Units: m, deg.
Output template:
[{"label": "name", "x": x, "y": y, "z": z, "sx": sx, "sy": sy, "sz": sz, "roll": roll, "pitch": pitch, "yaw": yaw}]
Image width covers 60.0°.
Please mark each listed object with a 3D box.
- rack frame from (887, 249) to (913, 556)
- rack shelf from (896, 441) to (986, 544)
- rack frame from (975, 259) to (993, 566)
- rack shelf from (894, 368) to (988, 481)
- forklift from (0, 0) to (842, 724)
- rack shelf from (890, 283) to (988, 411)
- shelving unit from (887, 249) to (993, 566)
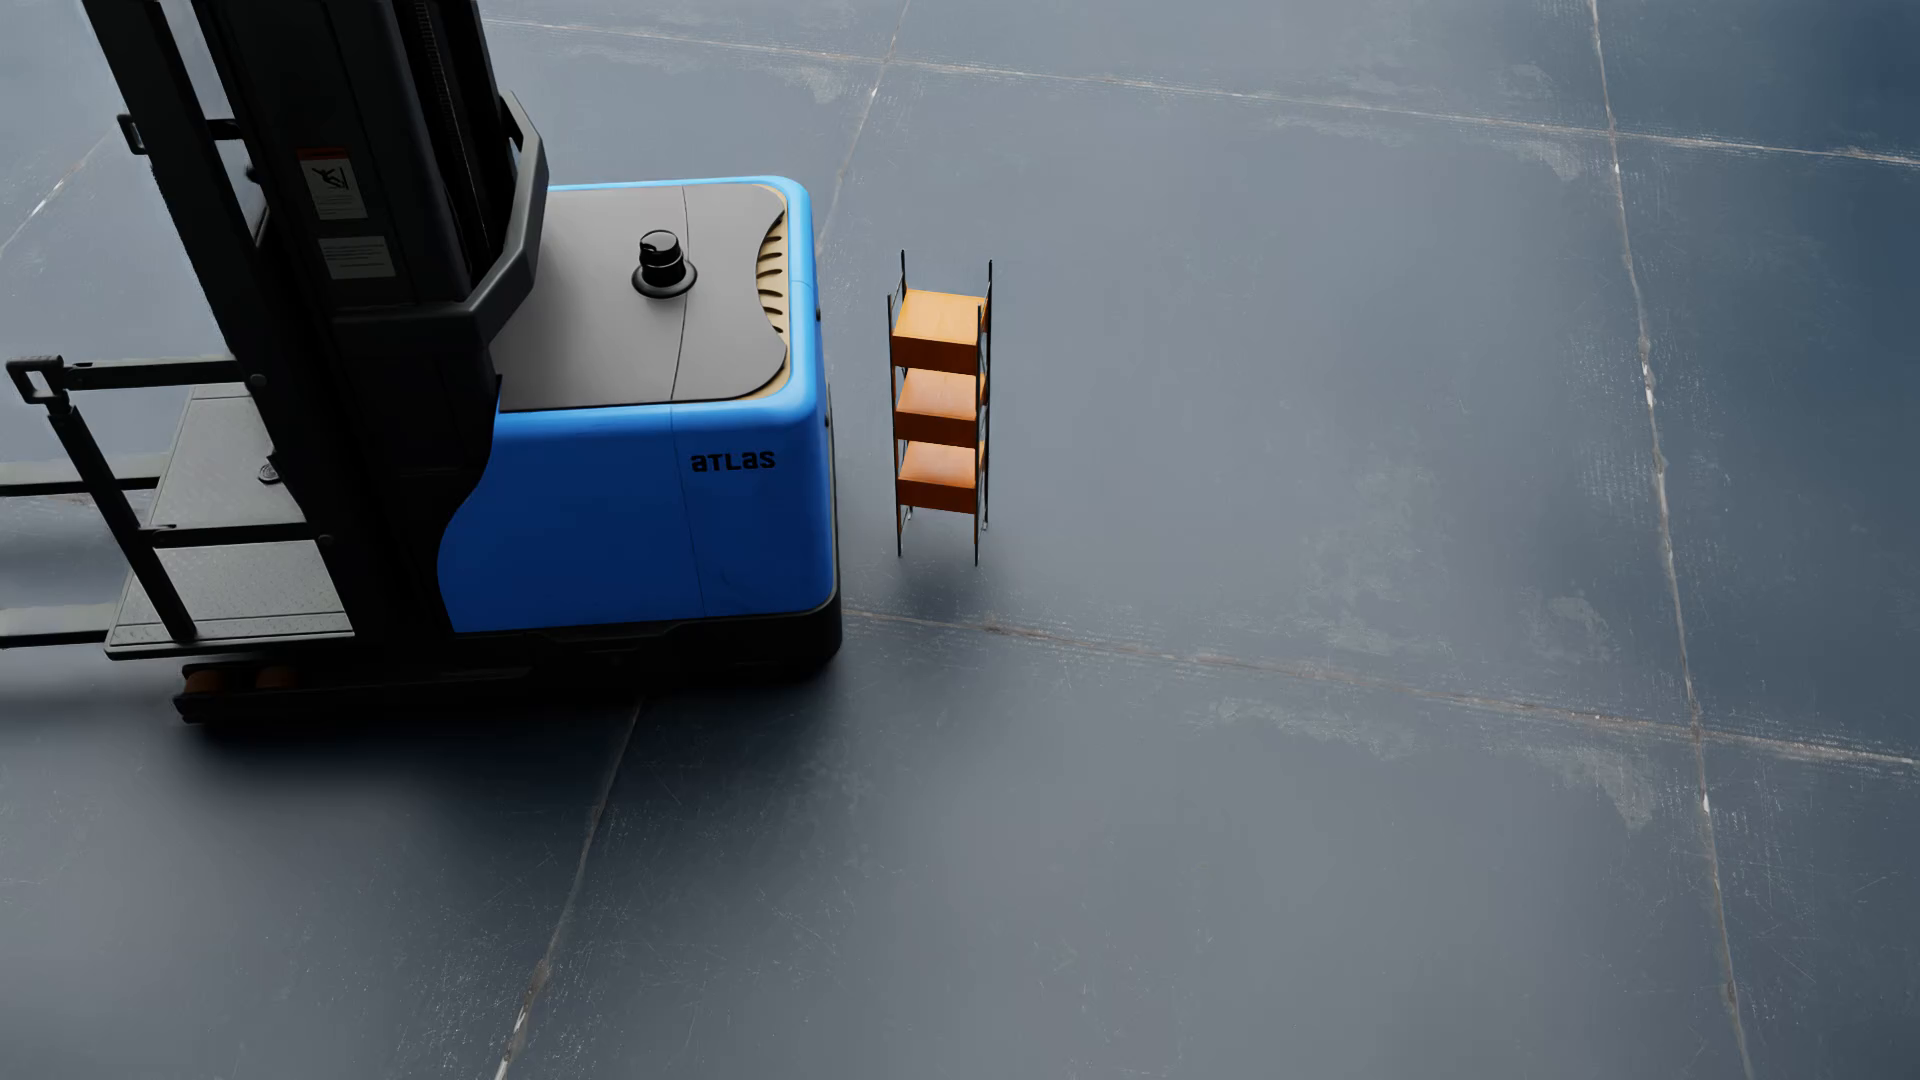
[{"label": "rack frame", "x": -0.173, "y": -0.374, "z": 4.880, "sx": 0.008, "sy": 1.050, "sz": 0.200, "roll": 8, "pitch": 49, "yaw": 7}, {"label": "rack shelf", "x": -0.053, "y": -0.165, "z": 5.080, "sx": 0.240, "sy": 0.259, "sz": 0.215, "roll": 8, "pitch": 49, "yaw": 7}, {"label": "rack frame", "x": 0.067, "y": -0.342, "z": 4.851, "sx": 0.008, "sy": 1.050, "sz": 0.200, "roll": 8, "pitch": 49, "yaw": 7}, {"label": "rack shelf", "x": -0.053, "y": -0.351, "z": 4.874, "sx": 0.240, "sy": 0.259, "sz": 0.215, "roll": 8, "pitch": 49, "yaw": 7}, {"label": "forklift", "x": -1.891, "y": -0.866, "z": 4.058, "sx": 3.031, "sy": 2.935, "sz": 1.130, "roll": -3, "pitch": 48, "yaw": -3}, {"label": "rack shelf", "x": -0.053, "y": -0.541, "z": 4.663, "sx": 0.240, "sy": 0.259, "sz": 0.215, "roll": 8, "pitch": 49, "yaw": 7}, {"label": "shelving unit", "x": -0.053, "y": -0.358, "z": 4.866, "sx": 0.252, "sy": 1.050, "sz": 0.215, "roll": 8, "pitch": 49, "yaw": 7}]
